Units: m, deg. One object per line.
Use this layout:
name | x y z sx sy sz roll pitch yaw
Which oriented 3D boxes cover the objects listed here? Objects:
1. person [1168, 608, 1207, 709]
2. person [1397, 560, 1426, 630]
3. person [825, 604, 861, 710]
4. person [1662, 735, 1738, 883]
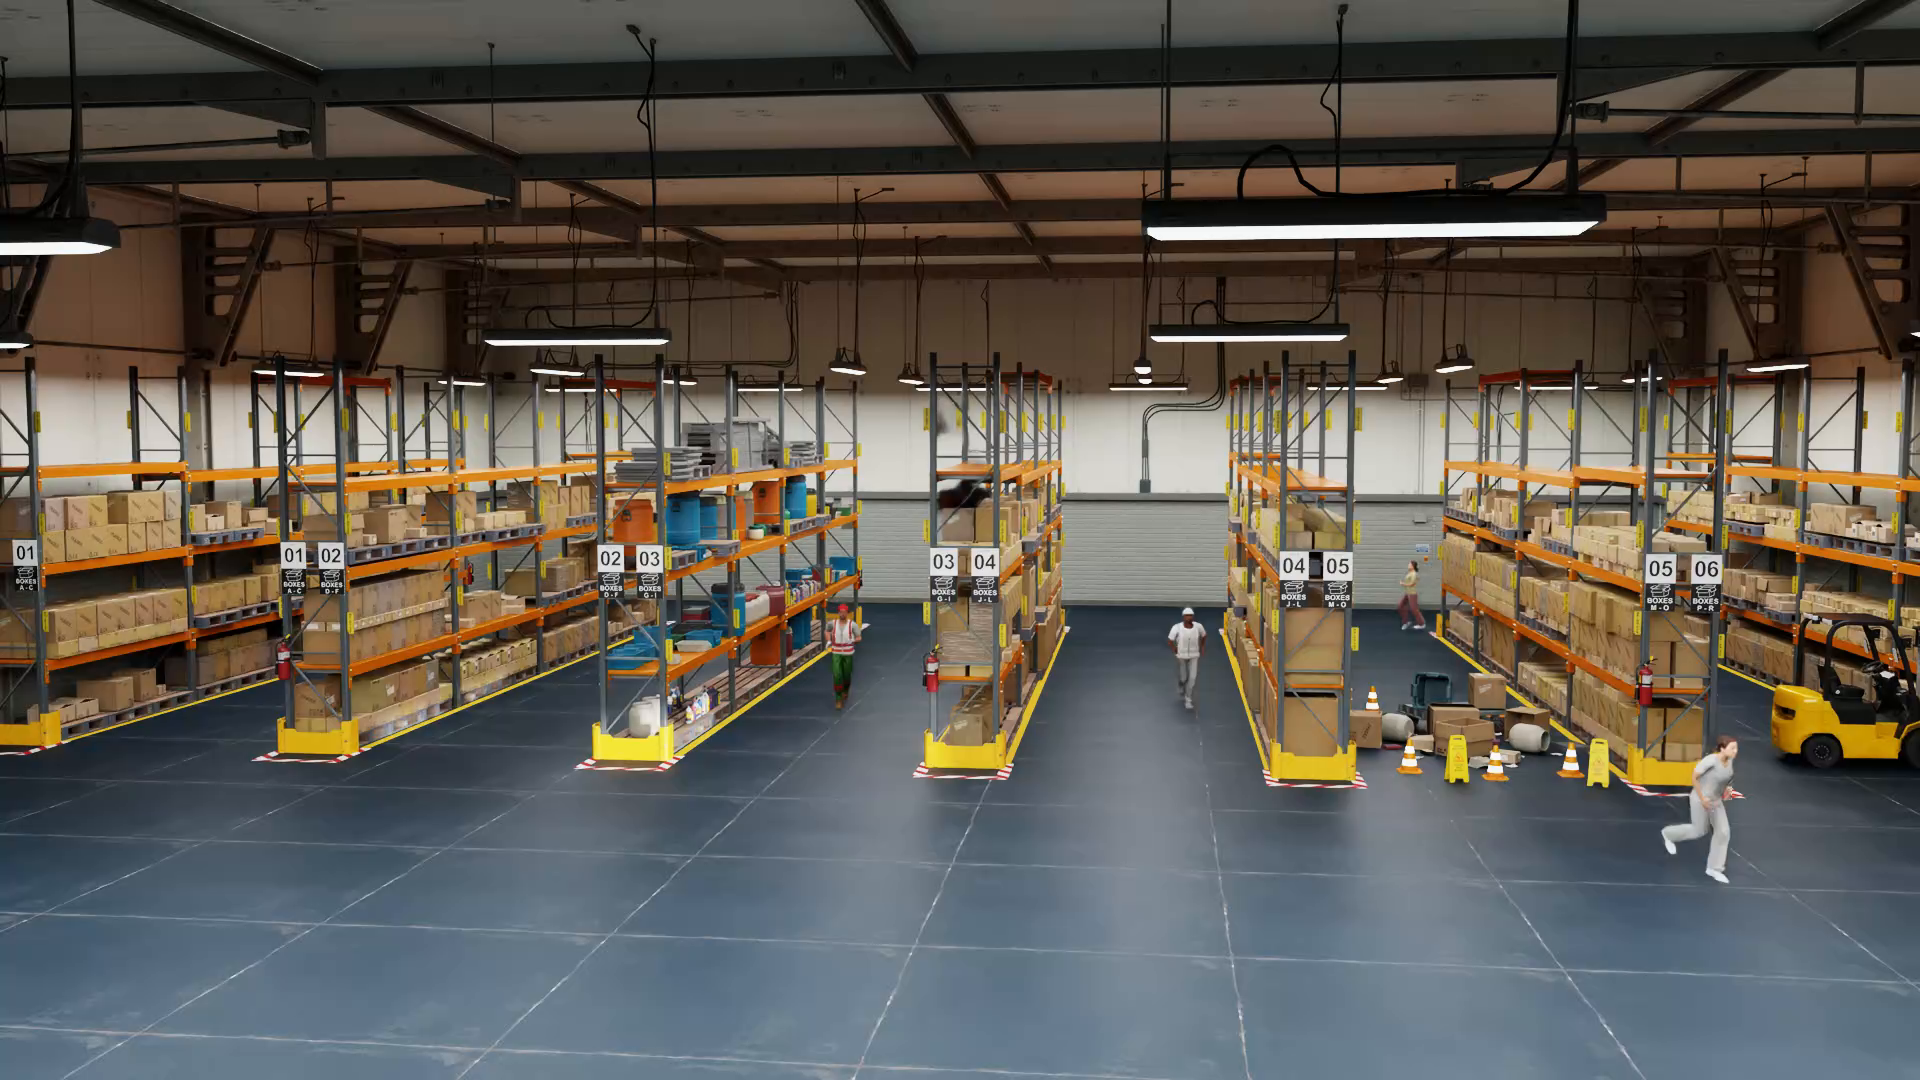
person | 4.029 2.072 29.420 0.709 1.765 0.824 0 4 0
person | 10.854 1.344 39.970 0.711 1.711 0.545 0 4 -1
person | -2.059 2.022 29.257 0.651 1.805 0.983 0 4 -2
person | 8.230 2.918 18.499 0.574 1.622 0.916 -2 5 -31
